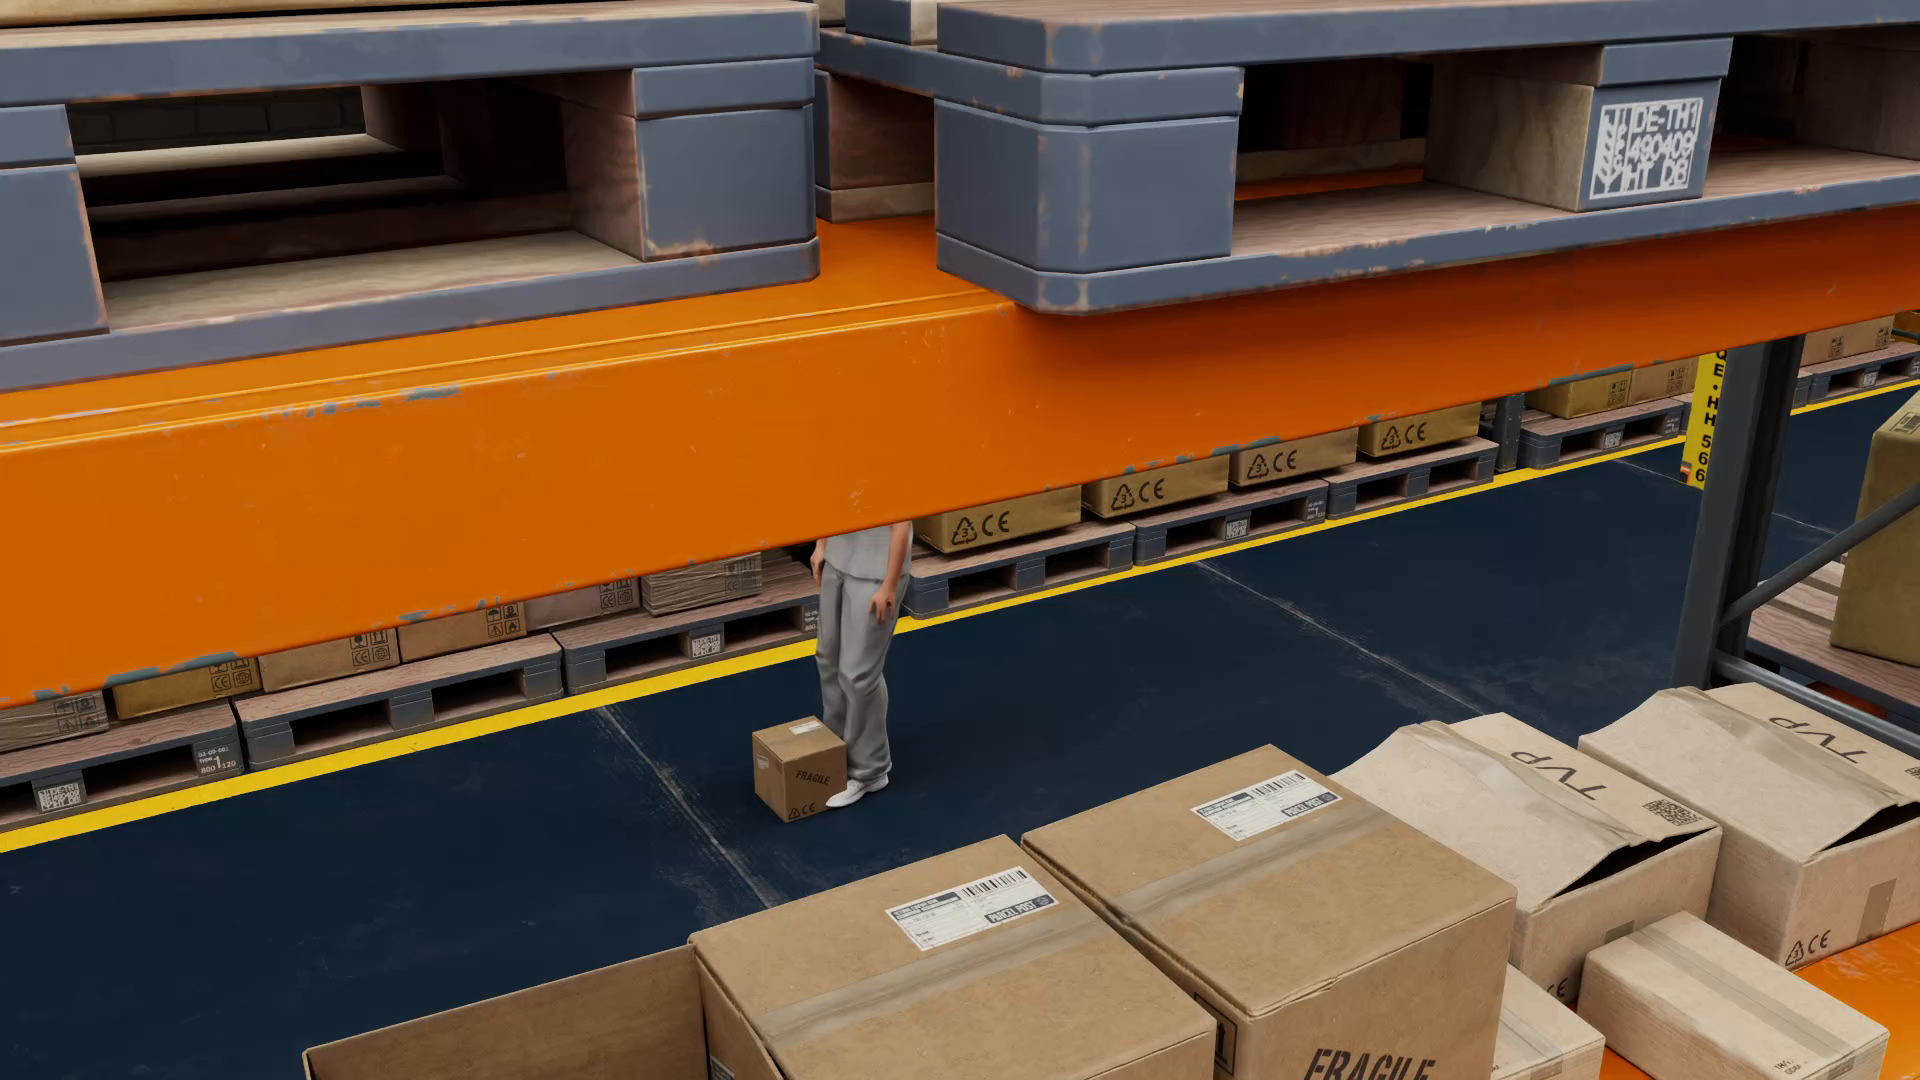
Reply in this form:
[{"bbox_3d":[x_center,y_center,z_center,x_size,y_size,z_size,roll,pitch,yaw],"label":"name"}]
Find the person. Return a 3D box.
[{"bbox_3d":[-0.385,0.115,5.805,0.417,1.671,0.512,-14,26,-32],"label":"person"}]
